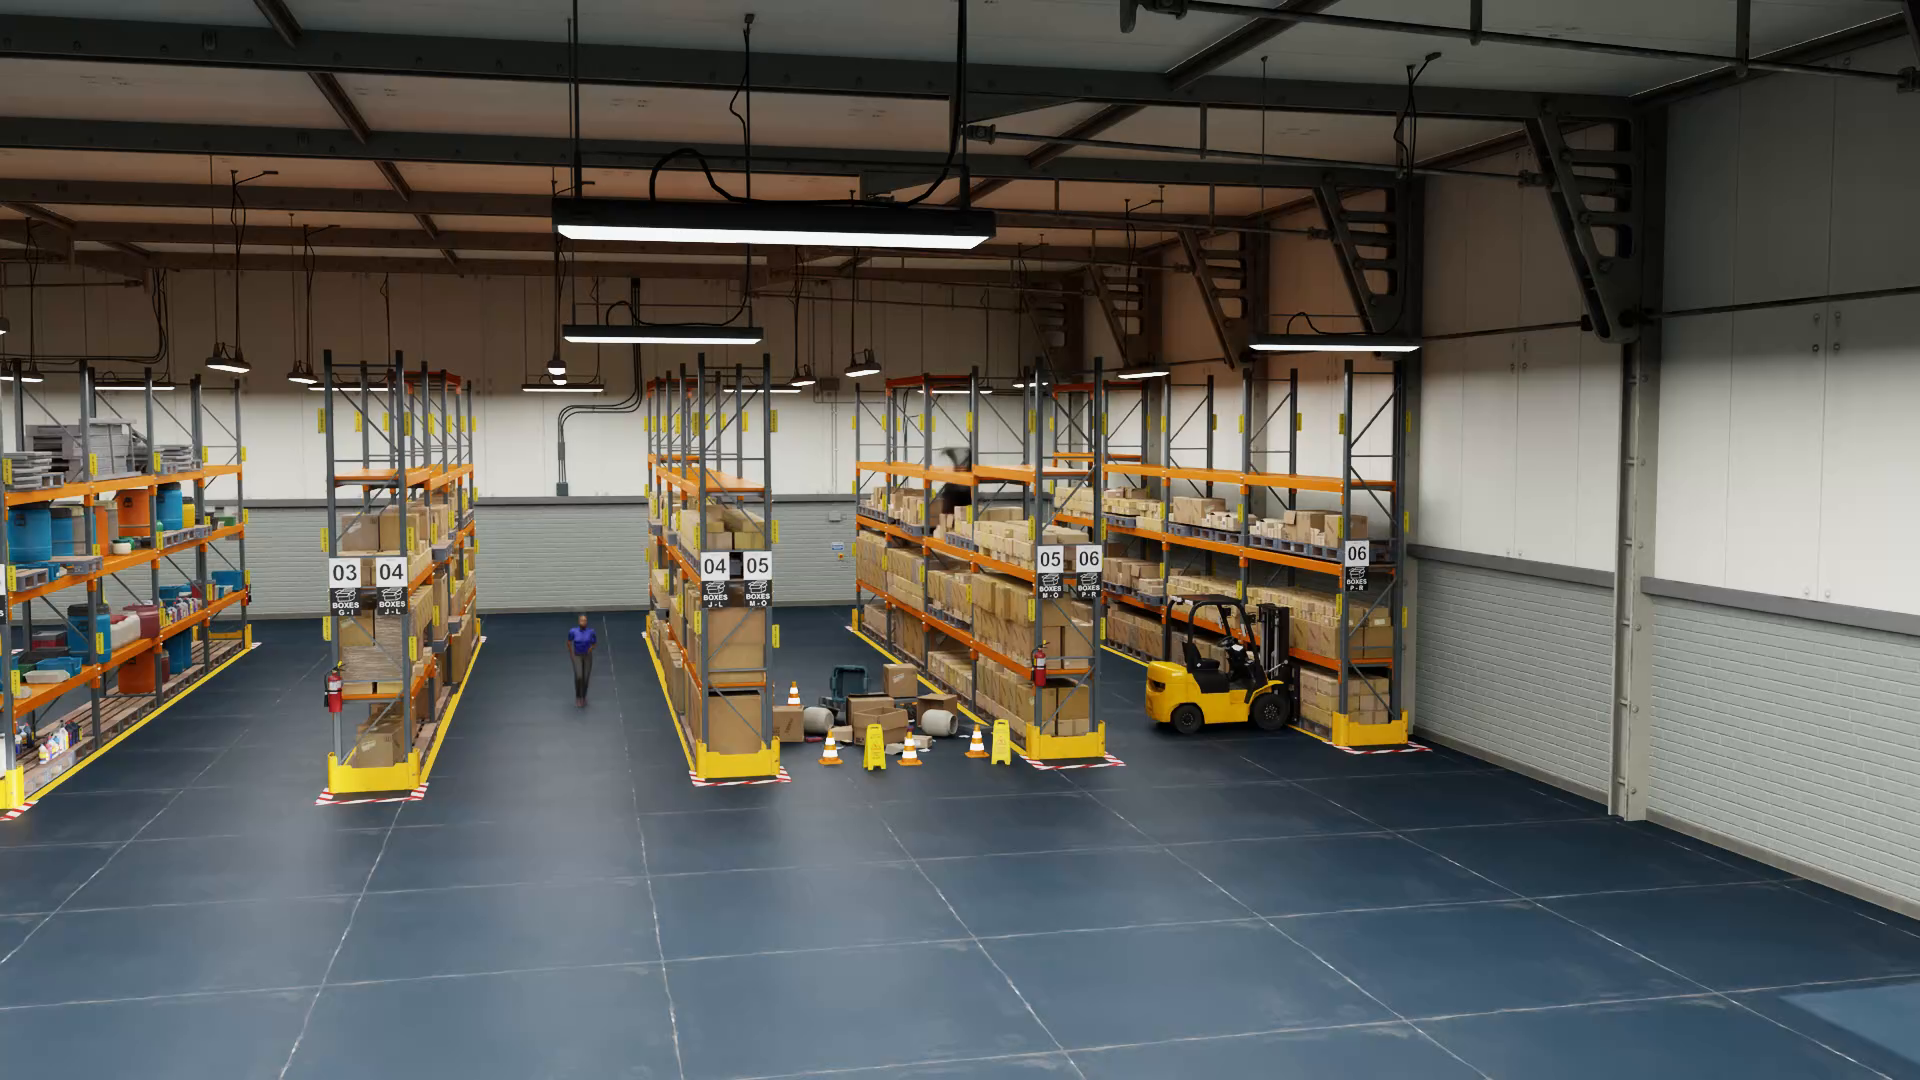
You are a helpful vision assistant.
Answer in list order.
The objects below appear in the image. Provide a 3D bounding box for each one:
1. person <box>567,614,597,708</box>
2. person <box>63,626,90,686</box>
[{"bbox_3d":[-6.702,2.144,29.528,0.495,1.670,0.801,-2,4,-22],"label":"person"},{"bbox_3d":[-16.712,2.020,31.764,0.721,1.561,0.978,-2,4,-27],"label":"person"}]
